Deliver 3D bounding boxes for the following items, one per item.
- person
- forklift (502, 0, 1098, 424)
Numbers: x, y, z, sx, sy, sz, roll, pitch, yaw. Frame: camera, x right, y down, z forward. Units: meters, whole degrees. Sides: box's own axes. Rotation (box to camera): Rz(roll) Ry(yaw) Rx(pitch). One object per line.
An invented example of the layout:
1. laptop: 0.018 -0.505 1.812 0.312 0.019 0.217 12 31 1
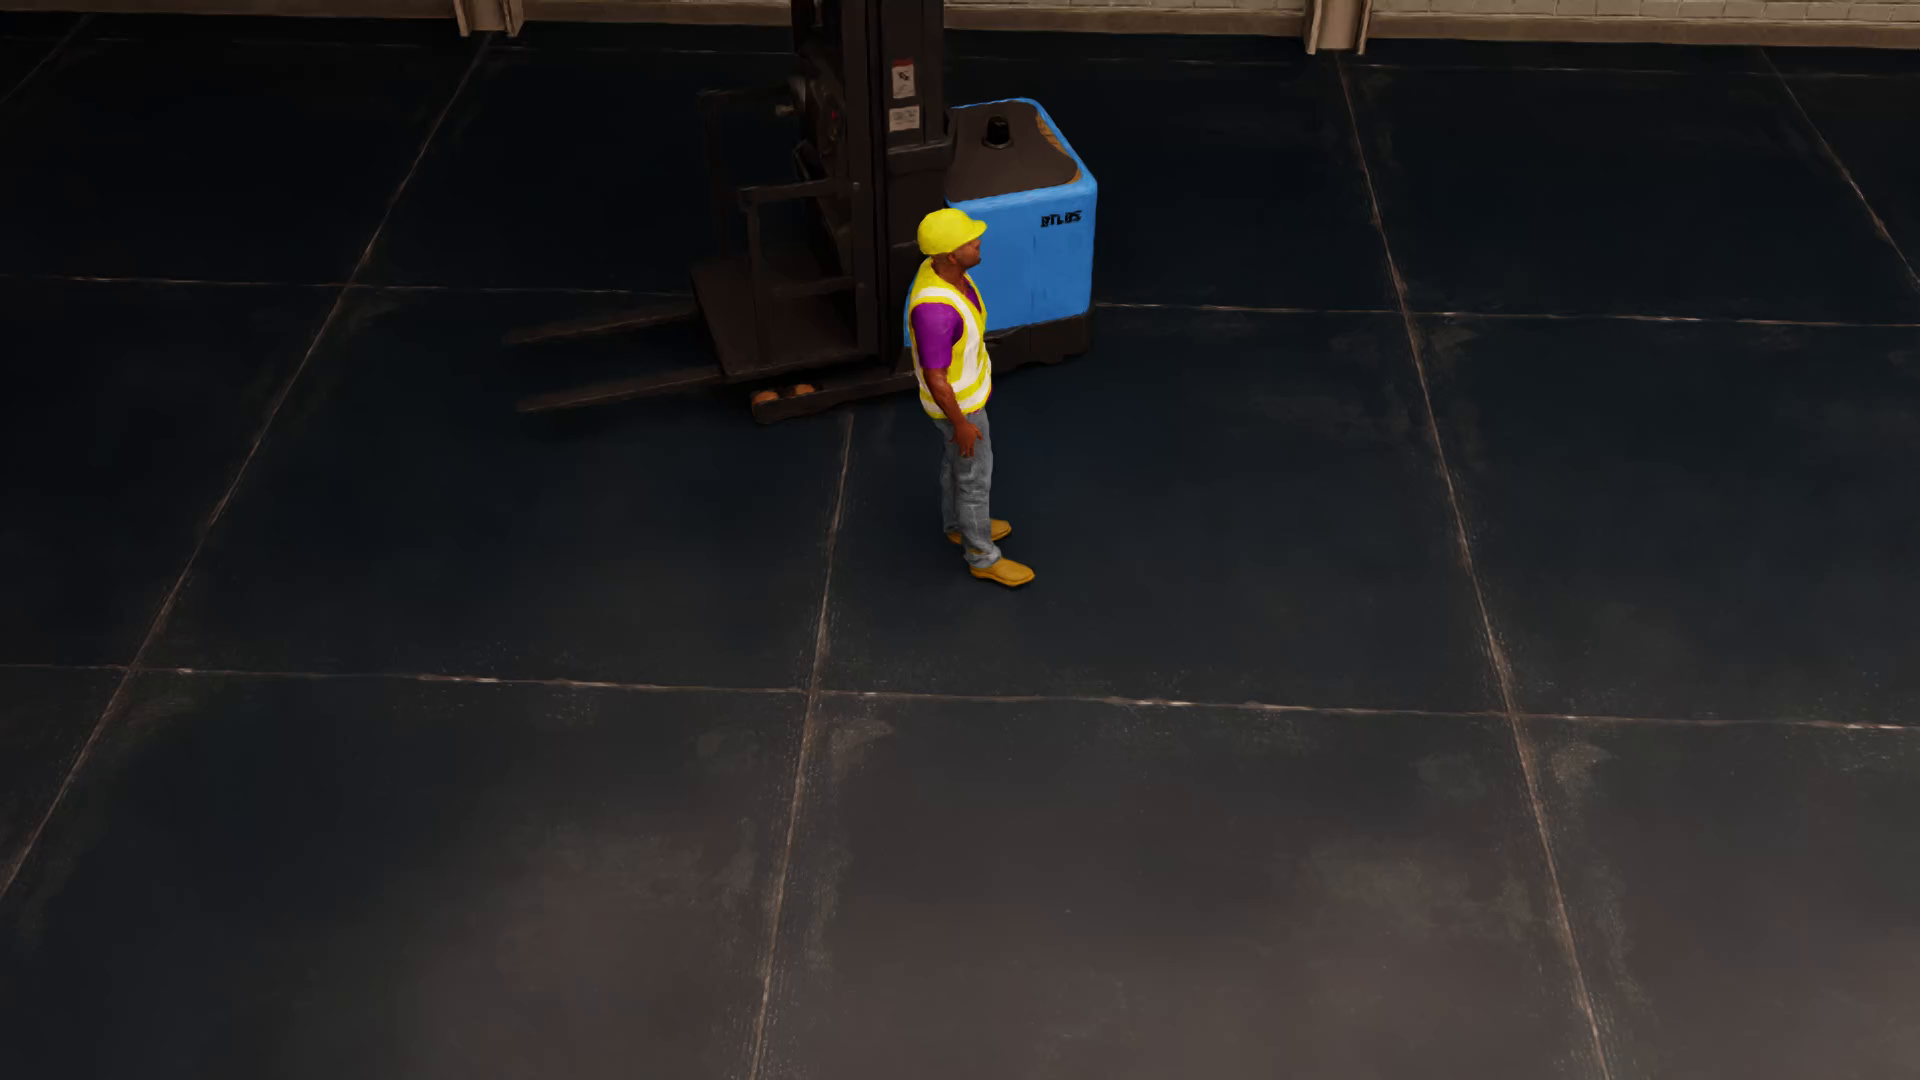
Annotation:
1. person: 0.069 -0.652 7.309 0.576 1.766 0.665 2 42 2
2. forklift: -0.871 -2.083 8.024 3.031 2.935 1.130 -12 44 -13
